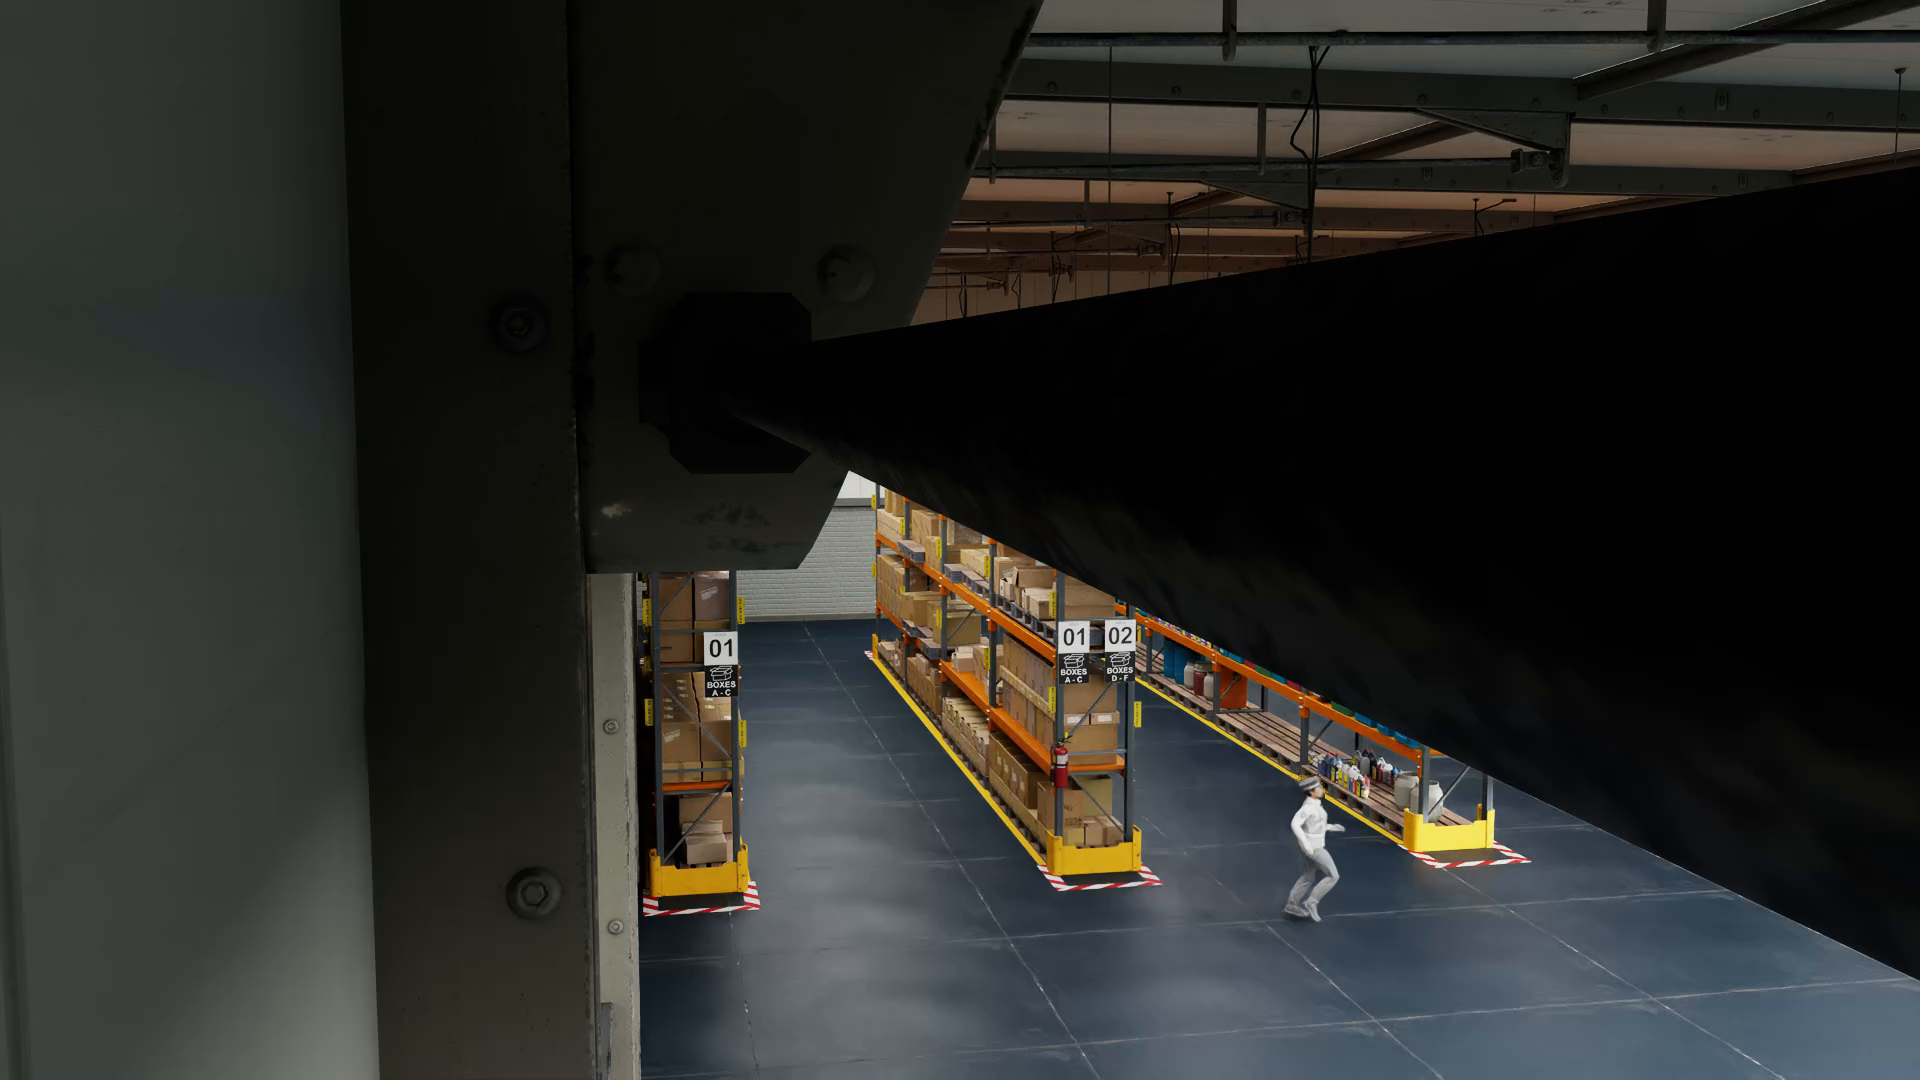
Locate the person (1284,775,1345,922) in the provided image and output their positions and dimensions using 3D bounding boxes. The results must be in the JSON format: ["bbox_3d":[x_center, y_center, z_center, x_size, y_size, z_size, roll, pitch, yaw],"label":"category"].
[{"bbox_3d":[4.073,3.534,19.075,0.669,1.692,0.586,1,6,10],"label":"person"}]
